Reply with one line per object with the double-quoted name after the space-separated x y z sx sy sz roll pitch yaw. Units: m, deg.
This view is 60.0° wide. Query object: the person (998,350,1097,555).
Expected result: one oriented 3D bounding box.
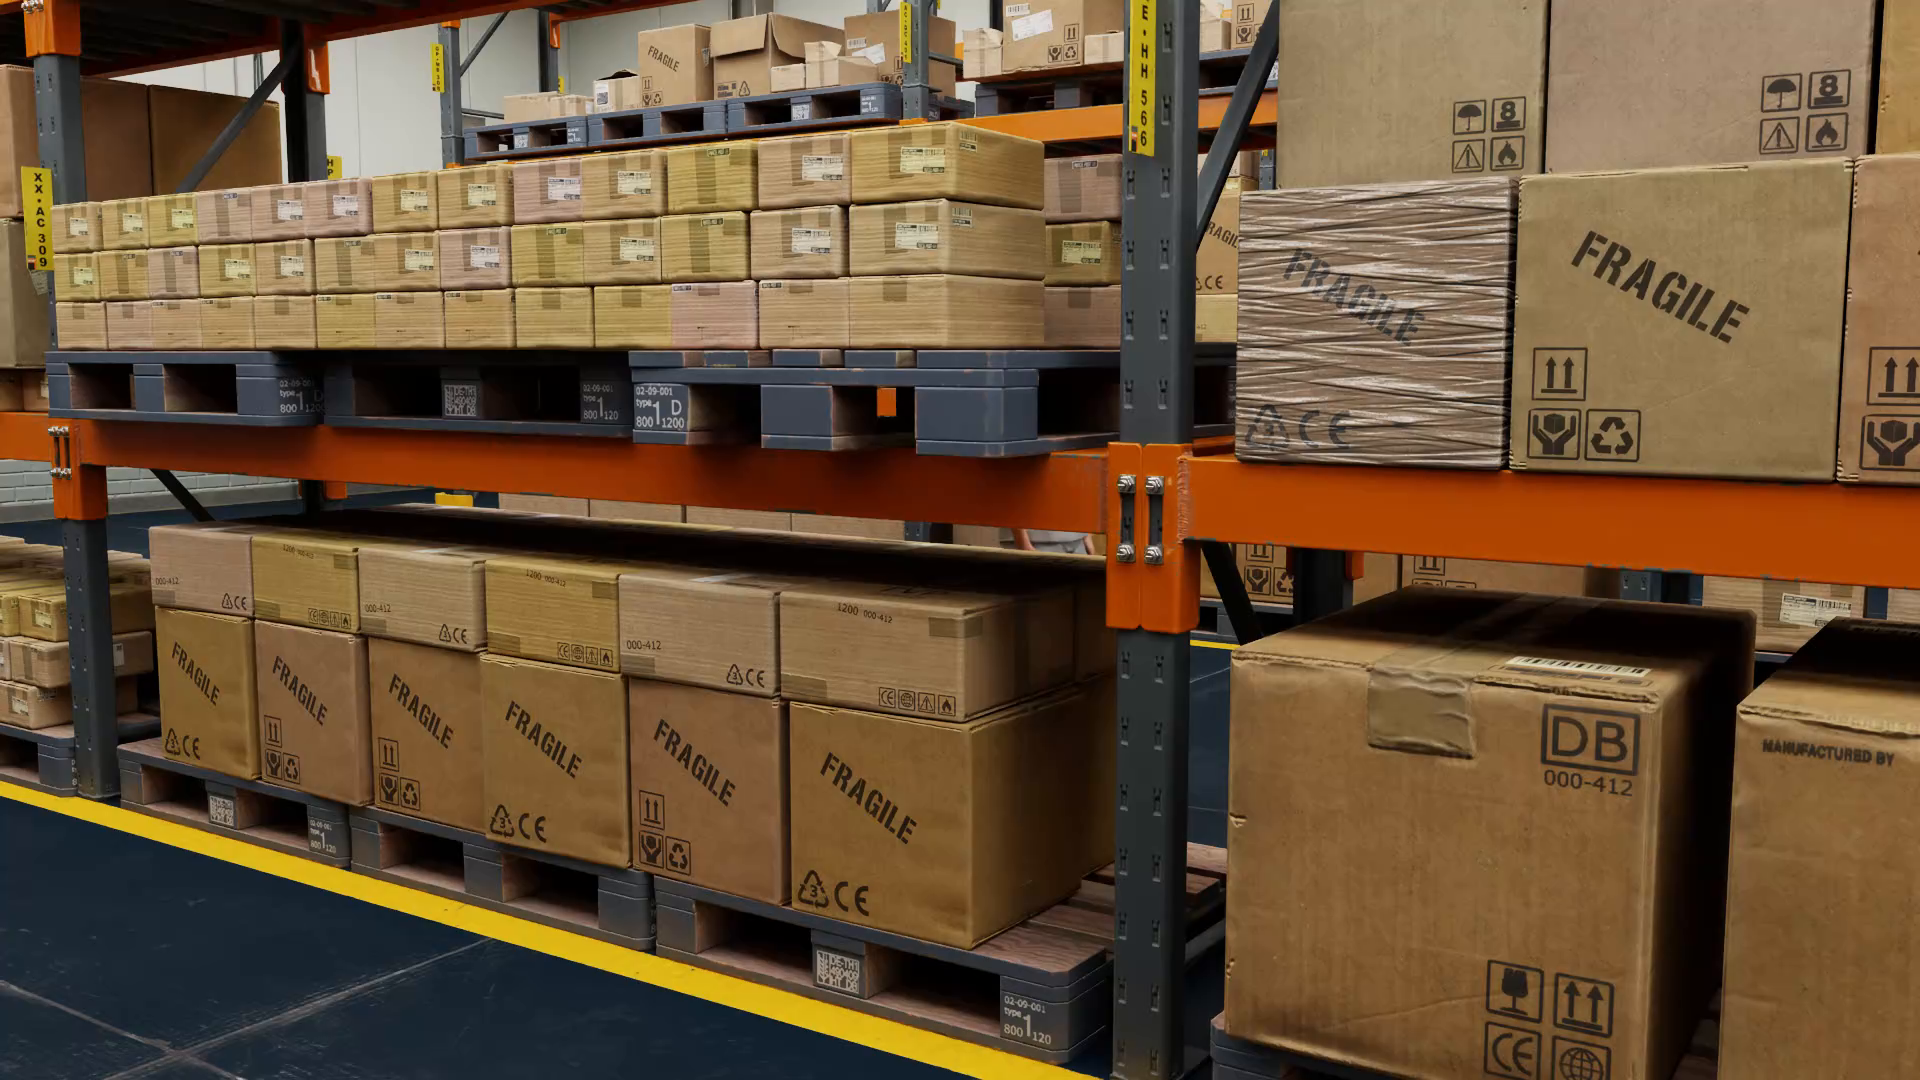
0.319 0.024 5.754 0.358 1.672 0.485 4 8 33 "person"
